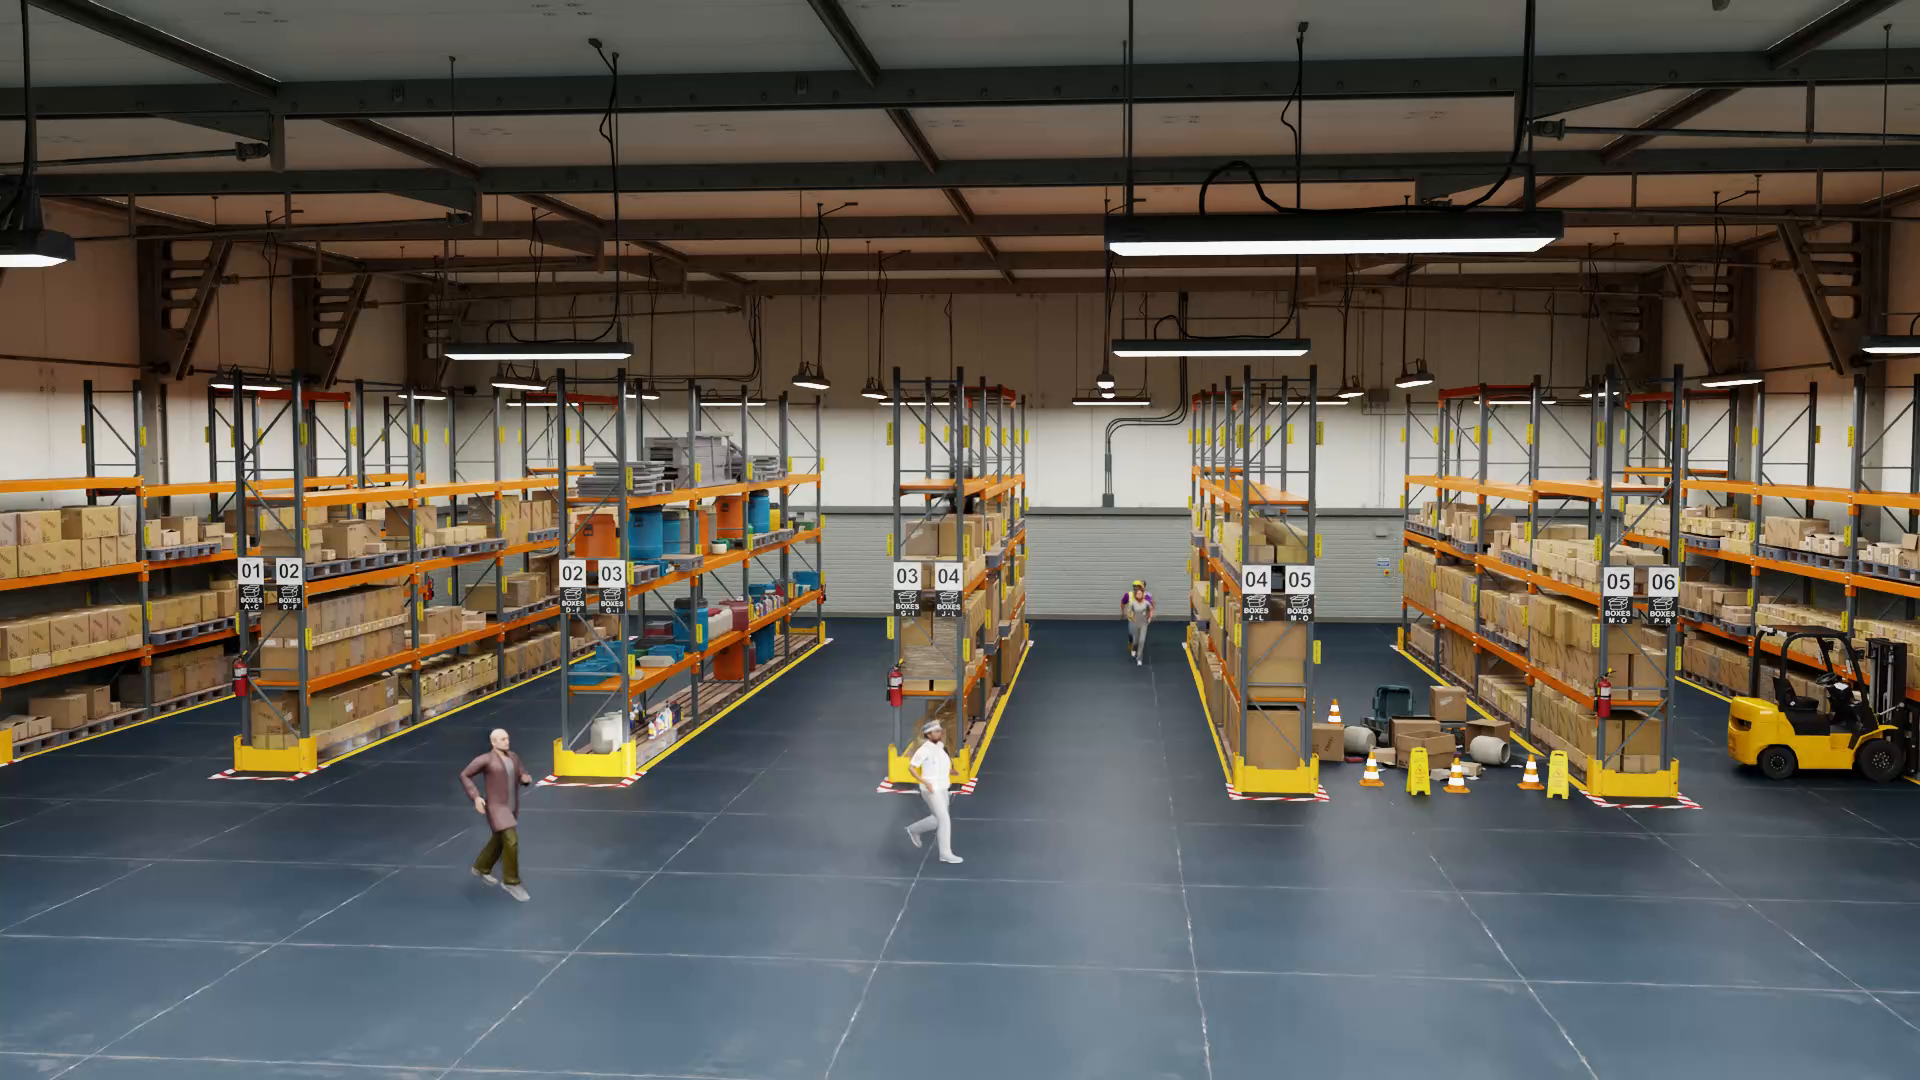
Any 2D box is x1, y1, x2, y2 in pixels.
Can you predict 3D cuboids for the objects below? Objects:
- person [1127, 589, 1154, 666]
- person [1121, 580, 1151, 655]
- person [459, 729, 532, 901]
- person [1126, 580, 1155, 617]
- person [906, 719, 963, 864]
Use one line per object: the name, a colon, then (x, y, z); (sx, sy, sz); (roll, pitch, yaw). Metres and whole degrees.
person: (3.989, 1.906, 36.748); (0.577, 1.663, 0.838); (0, 4, 6)
person: (4.018, 1.779, 37.966); (0.694, 1.722, 0.588); (0, 4, 6)
person: (-5.030, 2.974, 18.164); (0.904, 1.837, 0.677); (1, 4, 23)
person: (4.210, 1.769, 39.437); (0.568, 1.616, 0.658); (-3, 5, -43)
person: (-0.325, 2.942, 19.644); (0.834, 1.669, 0.588); (2, 4, 31)
